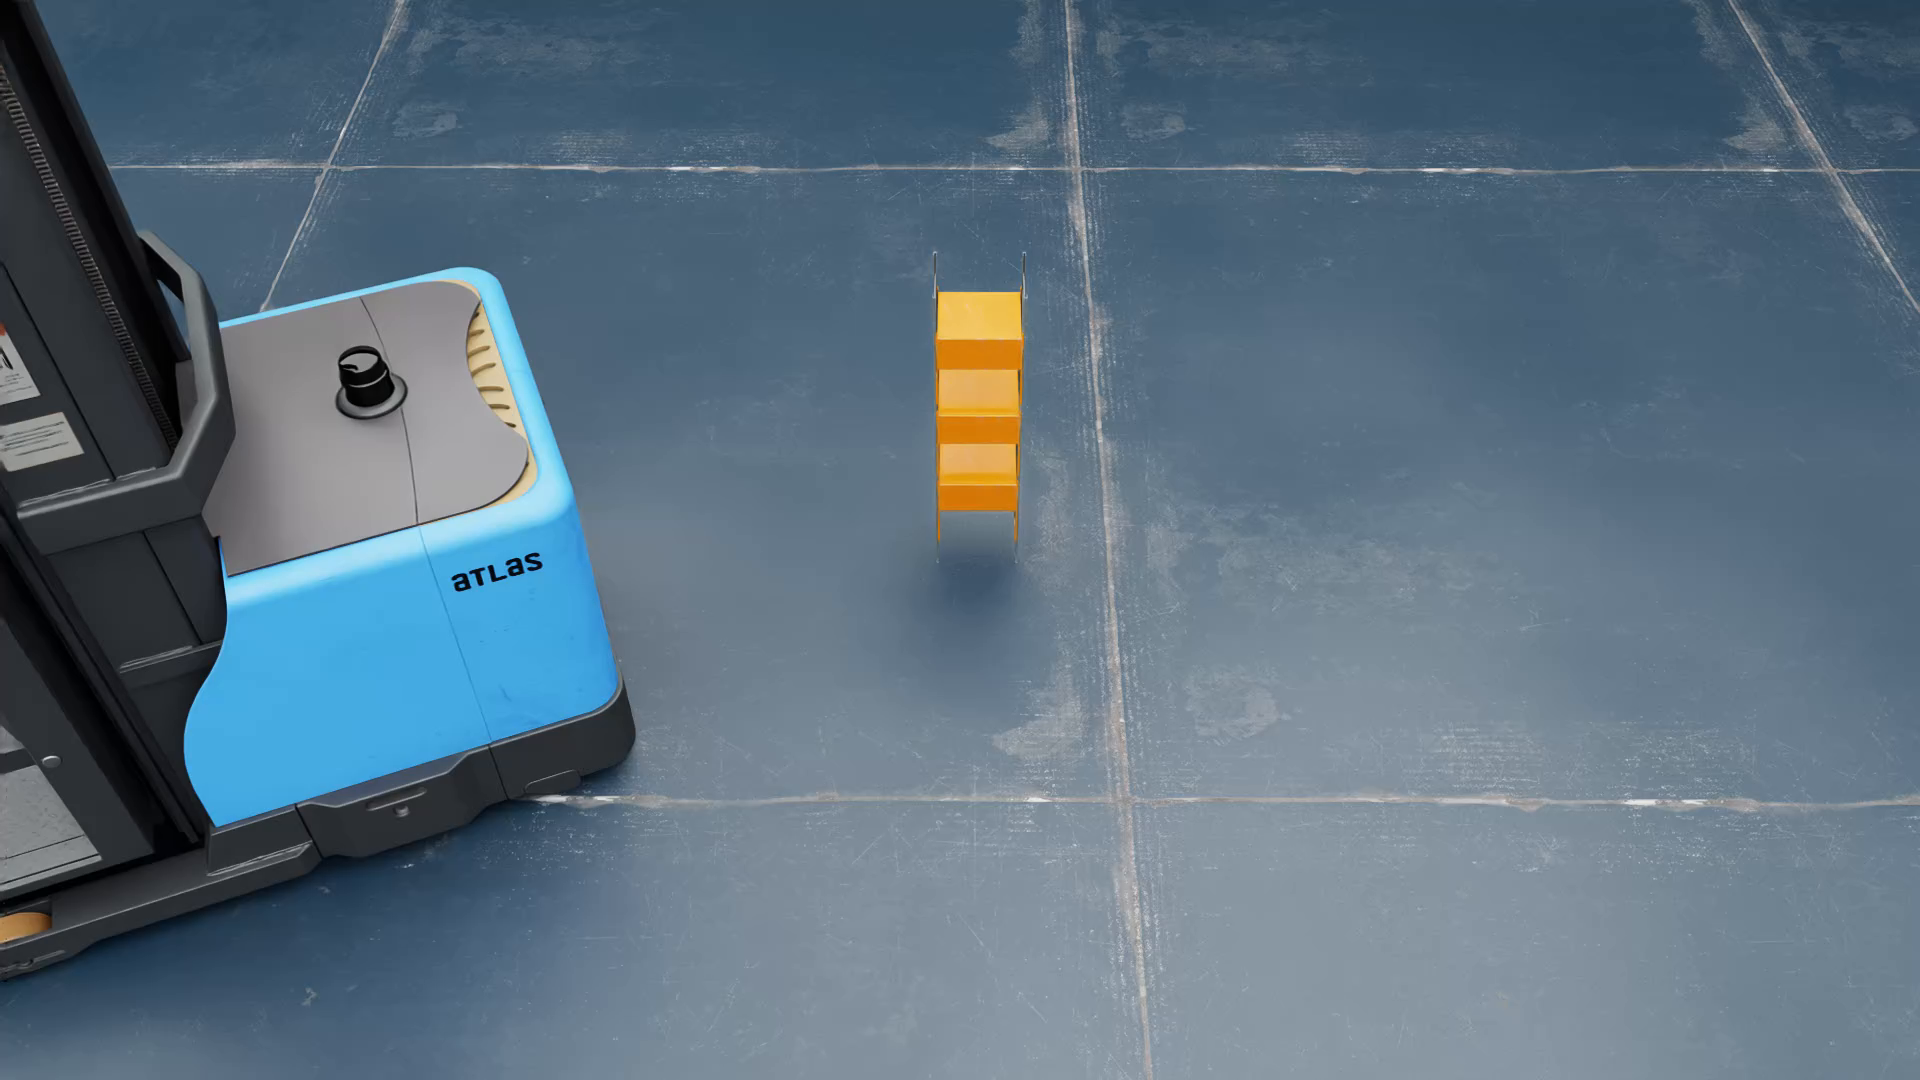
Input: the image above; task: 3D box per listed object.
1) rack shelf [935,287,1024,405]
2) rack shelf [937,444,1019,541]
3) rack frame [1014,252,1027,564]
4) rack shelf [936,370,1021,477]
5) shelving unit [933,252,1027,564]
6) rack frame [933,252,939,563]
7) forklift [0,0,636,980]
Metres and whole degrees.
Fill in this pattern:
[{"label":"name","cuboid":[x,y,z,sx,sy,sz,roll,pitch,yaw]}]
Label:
[{"label":"rack shelf","cuboid":[0.054,-0.544,4.666,0.240,0.259,0.215,0,47,0]},{"label":"rack shelf","cuboid":[0.054,-0.161,5.077,0.240,0.259,0.215,0,47,0]},{"label":"rack frame","cuboid":[0.176,-0.357,4.865,0.008,1.050,0.200,0,47,0]},{"label":"rack shelf","cuboid":[0.054,-0.350,4.873,0.240,0.259,0.215,0,47,0]},{"label":"shelving unit","cuboid":[0.054,-0.358,4.866,0.252,1.050,0.215,0,47,0]},{"label":"rack frame","cuboid":[-0.068,-0.358,4.866,0.008,1.050,0.200,0,47,0]},{"label":"forklift","cuboid":[-2.472,-0.289,3.517,3.031,2.935,1.130,-17,49,-15]}]
